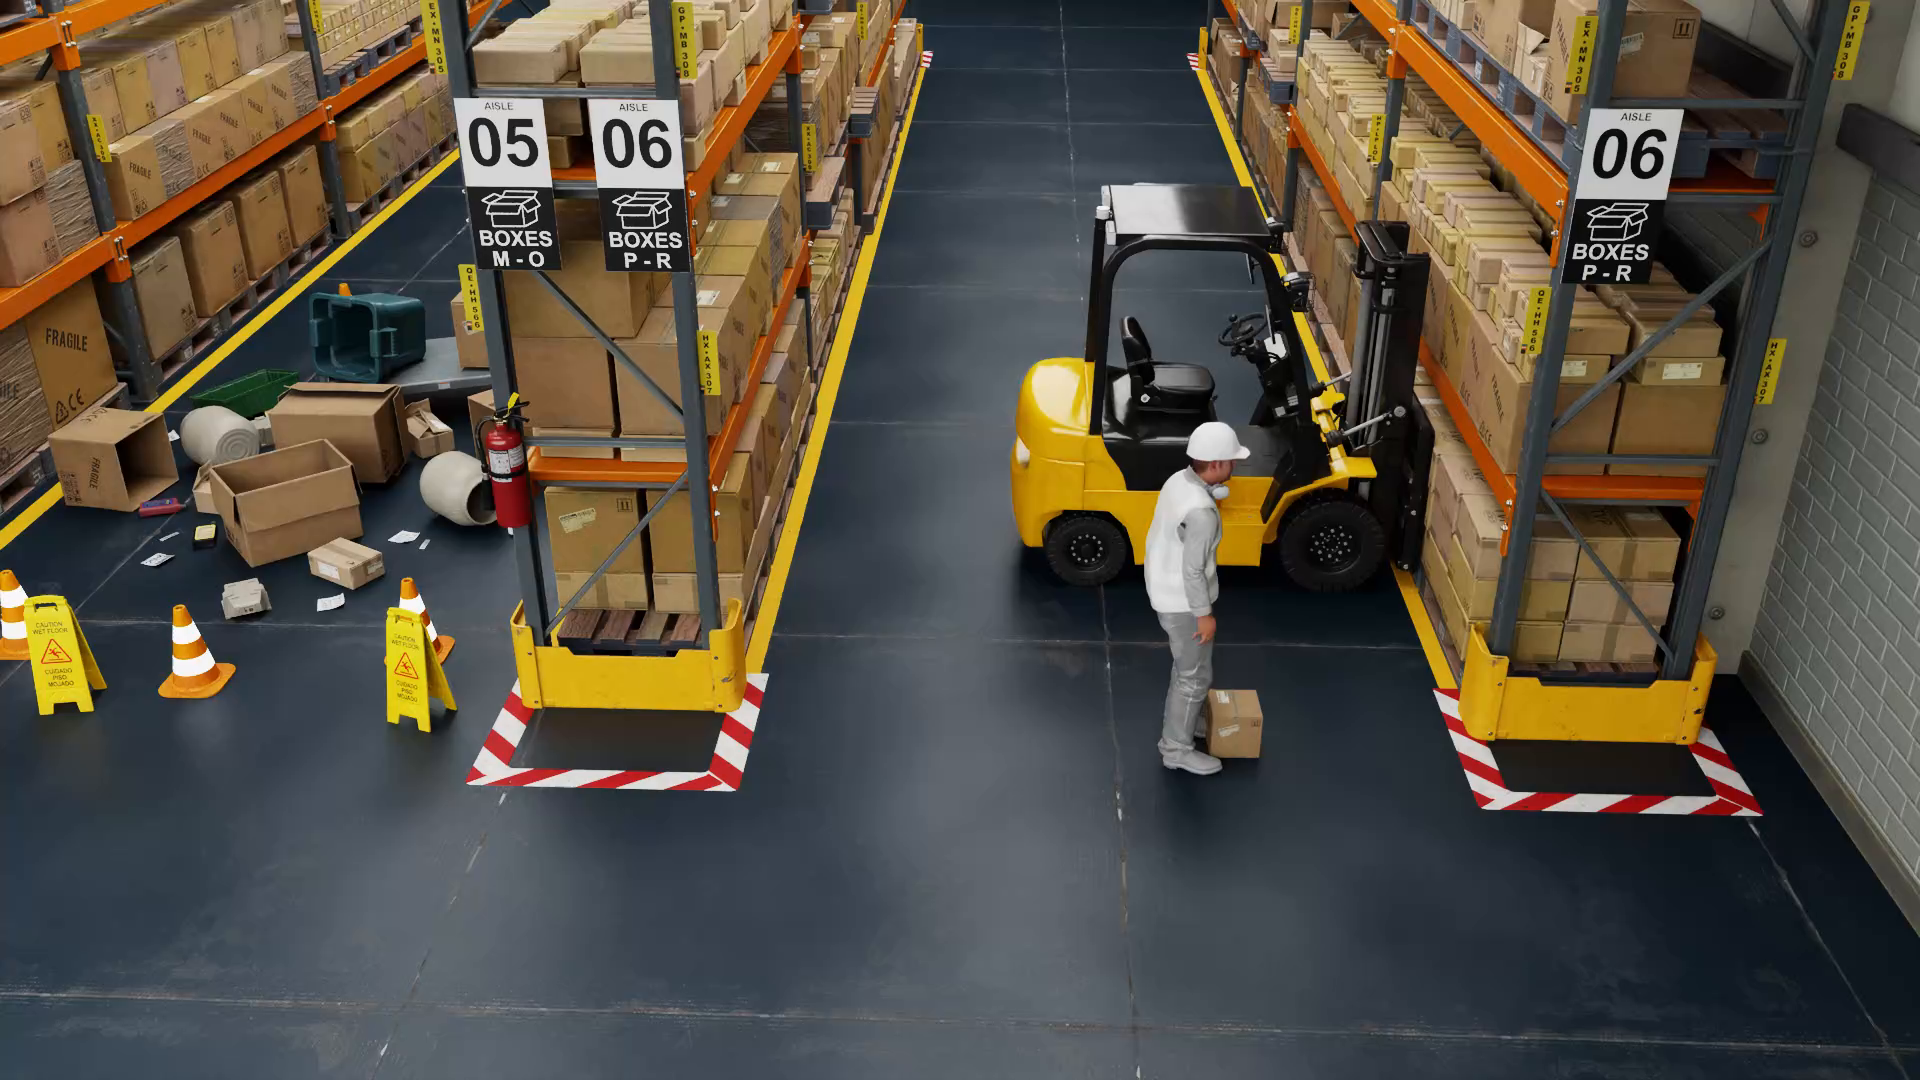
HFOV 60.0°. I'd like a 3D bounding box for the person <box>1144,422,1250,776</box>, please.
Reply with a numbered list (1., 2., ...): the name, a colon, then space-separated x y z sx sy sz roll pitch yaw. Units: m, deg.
1. person: 1.131 0.256 8.107 0.476 1.770 0.591 -1 28 -1
